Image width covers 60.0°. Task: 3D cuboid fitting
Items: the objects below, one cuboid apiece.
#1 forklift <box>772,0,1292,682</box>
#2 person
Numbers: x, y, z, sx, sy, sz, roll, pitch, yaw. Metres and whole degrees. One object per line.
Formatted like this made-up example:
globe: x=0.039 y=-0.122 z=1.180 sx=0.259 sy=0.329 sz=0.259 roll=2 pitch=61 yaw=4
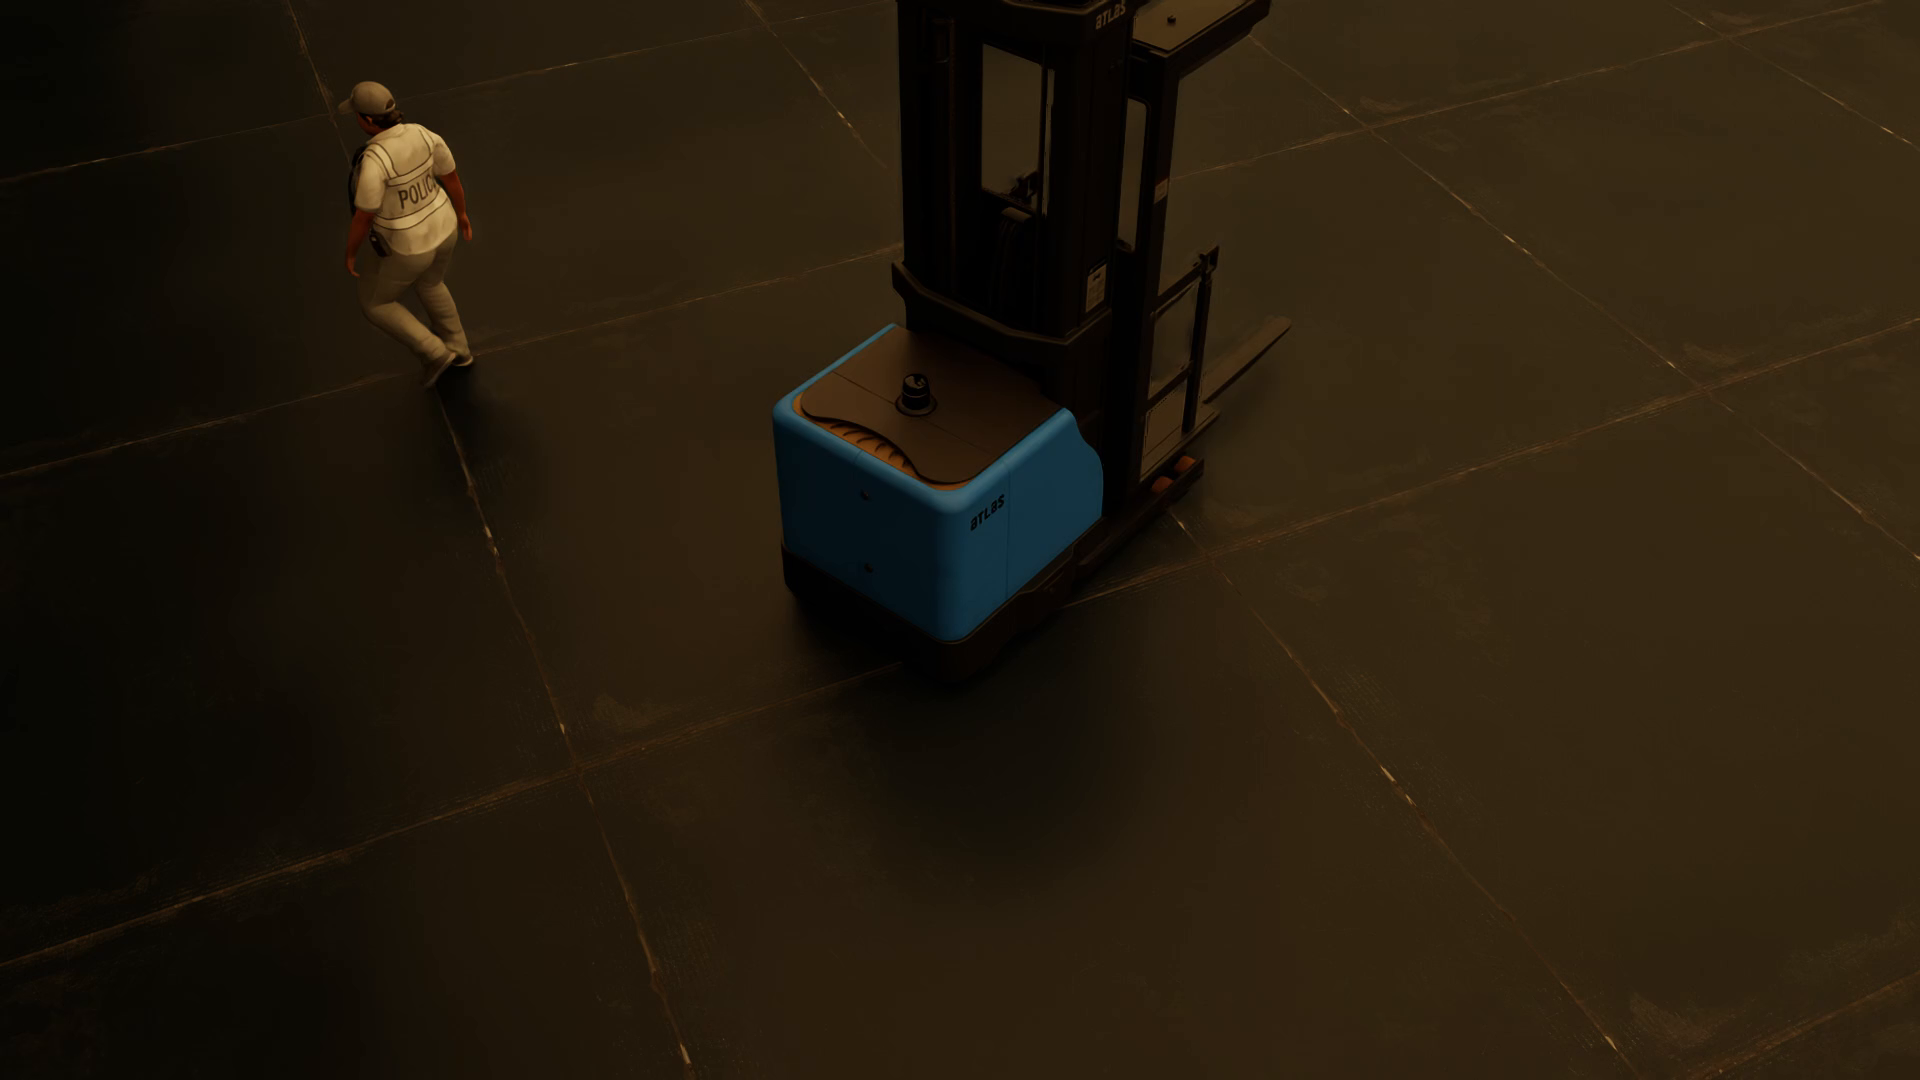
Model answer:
forklift: x=0.530 y=-1.408 z=7.189 sx=1.130 sy=2.935 sz=3.031 roll=29 pitch=50 yaw=28
person: x=-2.736 y=-1.496 z=8.231 sx=0.470 sy=1.645 sz=0.645 roll=17 pitch=46 yaw=17
